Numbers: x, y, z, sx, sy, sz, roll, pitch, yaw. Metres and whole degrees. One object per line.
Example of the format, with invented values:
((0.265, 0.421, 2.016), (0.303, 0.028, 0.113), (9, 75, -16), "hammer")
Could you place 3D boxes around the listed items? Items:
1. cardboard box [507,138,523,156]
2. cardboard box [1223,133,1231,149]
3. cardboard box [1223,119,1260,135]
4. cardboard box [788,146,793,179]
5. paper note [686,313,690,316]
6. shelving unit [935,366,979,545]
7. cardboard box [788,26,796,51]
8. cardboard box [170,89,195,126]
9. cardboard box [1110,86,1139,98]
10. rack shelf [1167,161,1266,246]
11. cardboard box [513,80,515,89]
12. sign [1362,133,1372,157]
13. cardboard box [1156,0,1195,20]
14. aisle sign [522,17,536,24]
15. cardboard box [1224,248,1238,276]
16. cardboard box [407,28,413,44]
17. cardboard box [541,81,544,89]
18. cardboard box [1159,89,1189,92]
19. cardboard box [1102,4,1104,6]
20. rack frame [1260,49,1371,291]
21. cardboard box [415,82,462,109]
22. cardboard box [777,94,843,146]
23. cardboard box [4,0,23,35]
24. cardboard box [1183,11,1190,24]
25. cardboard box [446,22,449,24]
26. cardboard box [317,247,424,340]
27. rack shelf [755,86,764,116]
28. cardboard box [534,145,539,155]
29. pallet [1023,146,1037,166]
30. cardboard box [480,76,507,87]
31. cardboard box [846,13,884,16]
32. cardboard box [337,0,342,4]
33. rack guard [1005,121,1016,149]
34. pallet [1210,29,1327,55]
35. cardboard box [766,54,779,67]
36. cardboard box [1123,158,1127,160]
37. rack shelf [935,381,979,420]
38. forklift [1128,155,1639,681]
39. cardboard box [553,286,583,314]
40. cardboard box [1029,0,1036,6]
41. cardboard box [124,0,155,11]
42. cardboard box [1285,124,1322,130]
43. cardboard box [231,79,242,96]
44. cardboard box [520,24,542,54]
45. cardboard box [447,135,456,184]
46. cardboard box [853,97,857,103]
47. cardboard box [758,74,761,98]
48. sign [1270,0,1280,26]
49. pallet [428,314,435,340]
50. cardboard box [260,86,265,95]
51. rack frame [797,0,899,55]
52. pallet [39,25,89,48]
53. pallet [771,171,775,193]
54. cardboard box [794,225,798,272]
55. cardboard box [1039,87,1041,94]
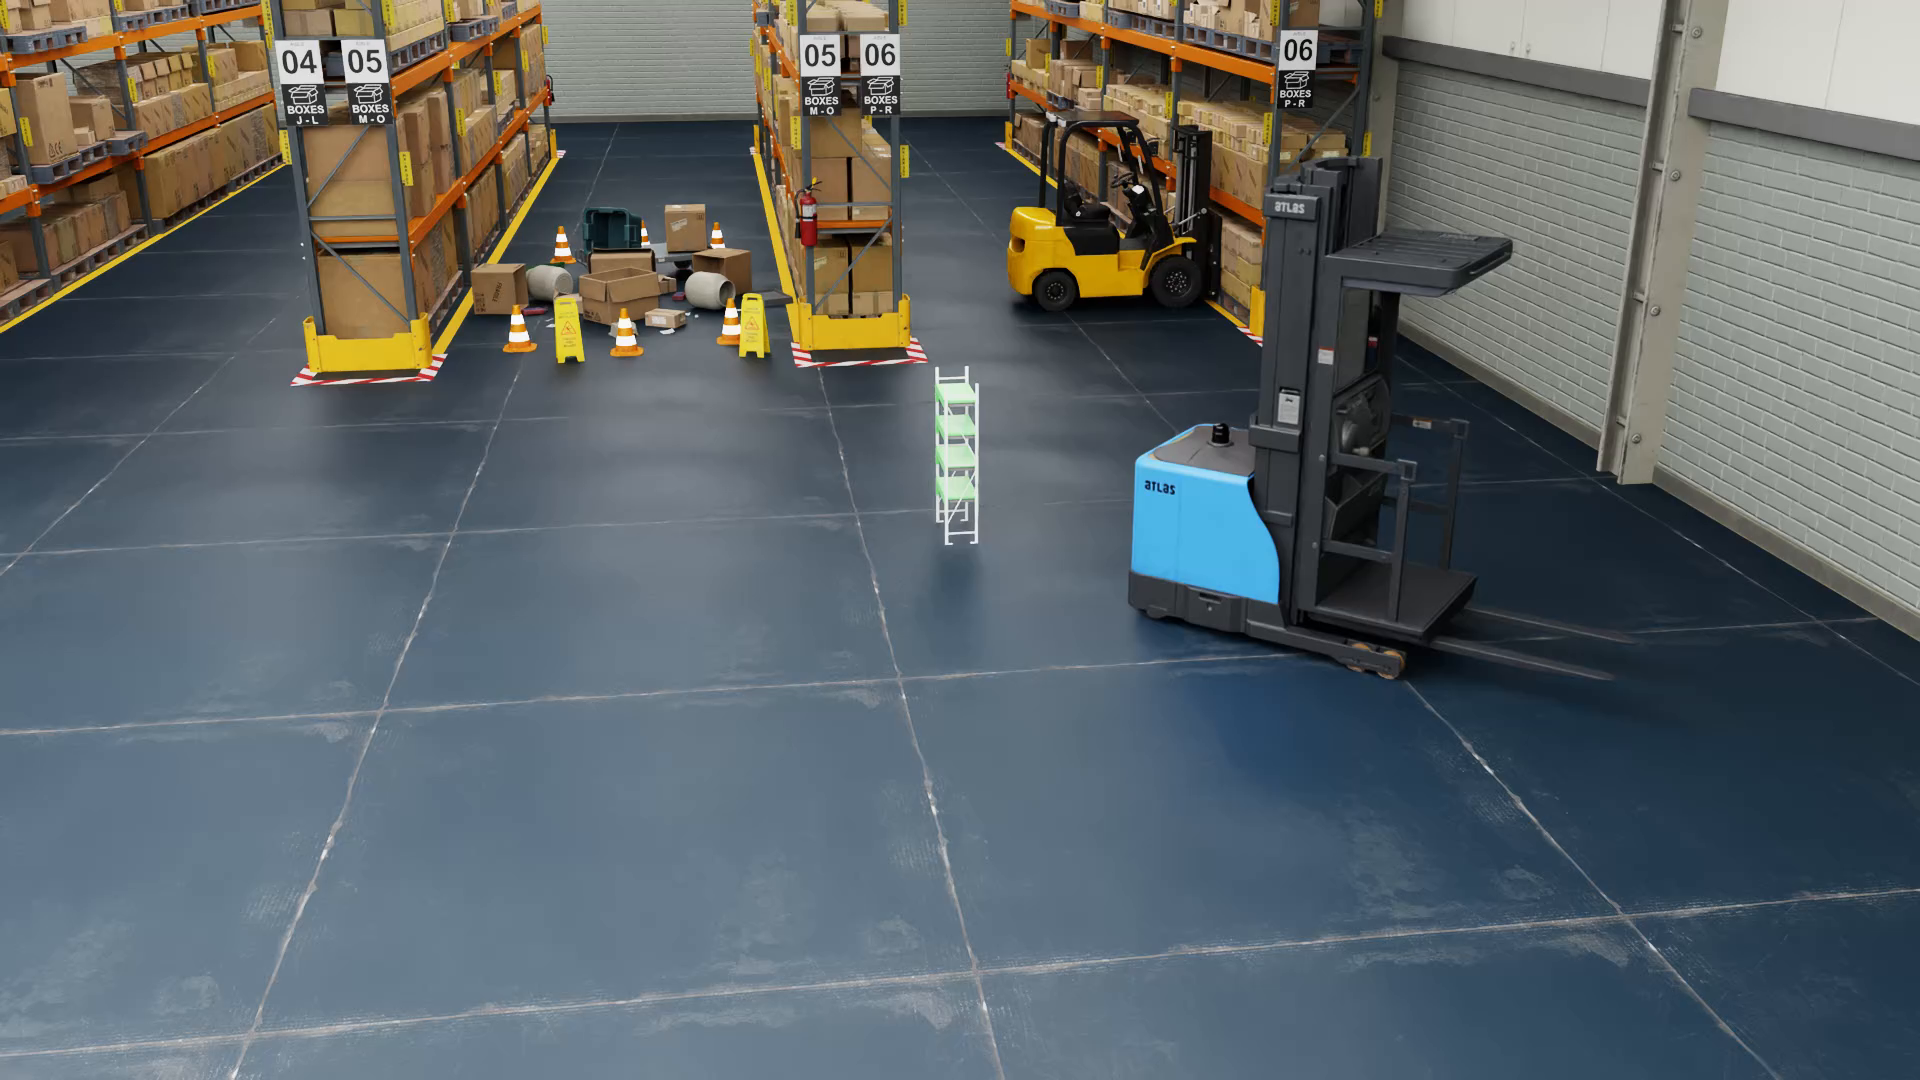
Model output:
((-7.312, -6.293, 26.679), (0.500, 0.250, 0.500), (-2, 21, -5), "cardboard box")
((3.258, -4.621, 19.231), (0.380, 0.149, 0.250), (-3, 21, -7), "cardboard box")
((3.251, -4.762, 19.183), (0.380, 0.149, 0.250), (-3, 21, -7), "cardboard box")
((-1.751, -4.527, 19.482), (0.500, 0.500, 0.500), (-3, 21, -8), "cardboard box")
((-3.197, -2.602, 19.155), (0.148, 0.019, 0.142), (4, 21, 11), "paper note")
((-0.024, -0.619, 12.160), (0.258, 1.200, 0.503), (-3, 21, -8), "shelving unit")
((-1.608, -5.461, 18.053), (0.500, 0.250, 0.500), (-2, 21, -6), "cardboard box")
((-12.168, -6.671, 25.647), (0.500, 0.500, 0.500), (-3, 21, -8), "cardboard box")
((2.436, -6.624, 24.595), (0.380, 0.149, 0.250), (-2, 21, -7), "cardboard box")
((3.506, -4.077, 19.872), (1.077, 0.370, 4.000), (-3, 21, -8), "rack shelf")
((-7.477, -7.430, 27.157), (0.380, 0.149, 0.250), (-2, 21, -6), "cardboard box")
((4.345, -4.190, 17.797), (0.100, 0.325, 0.005), (-3, 21, -8), "sign")
((2.873, -6.952, 21.638), (0.500, 0.311, 0.500), (-4, 21, -9), "cardboard box")
((-8.020, -9.983, 30.942), (0.394, 0.787, 0.004), (-3, 21, -8), "aisle sign")
((3.354, -3.191, 19.088), (0.500, 0.250, 0.500), (-3, 21, -8), "cardboard box")
((-5.878, -5.201, 17.182), (0.380, 0.149, 0.250), (-3, 21, -8), "cardboard box")
((-7.980, -8.508, 31.069), (0.380, 0.149, 0.250), (-3, 21, -8), "cardboard box")
((3.118, -6.480, 24.209), (0.380, 0.149, 0.250), (-3, 21, -9), "cardboard box")
((2.352, -8.123, 25.036), (0.380, 0.149, 0.250), (-2, 21, -7), "cardboard box")
((3.795, -3.721, 17.892), (1.000, 3.000, 0.127), (-3, 21, -8), "rack frame")
((-6.803, -5.610, 21.377), (0.700, 0.500, 0.500), (-3, 21, -7), "cardboard box")
((-1.647, -4.637, 18.347), (0.700, 0.500, 0.500), (-3, 21, -8), "cardboard box")
((-11.469, -6.173, 19.421), (0.797, 0.503, 0.637), (-4, 21, -10), "cardboard box")
((2.982, -6.467, 20.572), (0.380, 0.149, 0.250), (-2, 21, -7), "cardboard box")
((-6.481, -6.473, 20.588), (0.250, 0.149, 0.380), (-3, 21, -8), "cardboard box")
((-6.163, -2.618, 17.375), (0.875, 0.875, 0.875), (-3, 21, -7), "cardboard box")
((-3.135, -7.980, 30.323), (1.077, 0.370, 4.000), (-3, 21, -8), "rack shelf")
((-7.688, -6.928, 29.528), (0.380, 0.149, 0.250), (-3, 21, -8), "cardboard box")
((1.788, -7.231, 31.275), (1.003, 0.211, 1.213), (-3, 21, -8), "pallet")
((-7.334, -7.210, 26.141), (0.380, 0.149, 0.250), (-4, 21, -10), "cardboard box")
((-0.993, -5.440, 17.427), (0.380, 0.149, 0.250), (-3, 21, -8), "cardboard box")
((-6.530, -5.540, 16.952), (0.380, 0.149, 0.250), (-3, 21, -8), "cardboard box")
((1.499, -8.064, 33.092), (1.175, 0.500, 0.348), (-3, 21, -8), "rack guard")
((3.539, -5.754, 19.176), (1.003, 0.211, 1.213), (-3, 21, -8), "pallet")
((-2.750, -7.270, 25.822), (0.500, 0.500, 0.500), (-3, 21, -8), "cardboard box")
((2.807, -5.848, 26.559), (0.500, 0.500, 0.500), (-3, 21, -8), "cardboard box")
((-0.024, -1.009, 12.014), (0.258, 0.148, 0.480), (-3, 21, -8), "rack shelf")
((2.617, -0.751, 10.037), (3.031, 2.935, 1.130), (13, 24, 30), "forklift")
((-4.507, -2.787, 19.298), (0.396, 0.266, 0.258), (1, 20, 2), "cardboard box")
((1.470, -9.805, 30.252), (0.380, 0.149, 0.250), (-2, 21, -7), "cardboard box")
((-12.392, -8.096, 24.571), (0.797, 0.503, 0.637), (-3, 21, -8), "cardboard box")
((3.880, -4.608, 18.771), (0.380, 0.149, 0.250), (-3, 21, -7), "cardboard box")
((-12.608, -7.721, 28.391), (0.500, 0.250, 0.500), (-2, 21, -6), "cardboard box")
((-7.995, -9.233, 30.654), (0.500, 0.500, 0.500), (-3, 21, -9), "cardboard box")
((-6.512, -4.513, 19.798), (0.875, 0.550, 0.550), (-3, 21, -8), "cardboard box")
((-1.477, -5.414, 21.257), (0.500, 0.500, 0.500), (-2, 21, -6), "cardboard box")
((-3.333, -8.170, 29.661), (0.500, 0.500, 0.500), (-3, 21, -9), "cardboard box")
((3.256, -5.482, 17.166), (0.100, 0.325, 0.005), (-3, 21, -8), "sign")
((-6.193, -2.152, 17.675), (1.003, 0.211, 1.213), (-3, 21, -8), "pallet")
((-12.778, -8.108, 29.996), (0.380, 0.149, 0.250), (-3, 21, -8), "cardboard box")
((-1.117, -6.280, 16.169), (1.000, 3.000, 0.127), (-3, 21, -8), "rack frame")
((-11.636, -6.250, 20.644), (1.213, 0.211, 1.003), (-3, 21, -8), "pallet")
((-2.661, -6.055, 28.126), (1.003, 0.211, 1.213), (-3, 21, -8), "pallet")
((-1.634, -3.349, 19.155), (0.500, 0.500, 0.500), (-3, 21, -9), "cardboard box")
((1.638, -8.126, 30.045), (0.380, 0.149, 0.250), (-2, 21, -6), "cardboard box")
